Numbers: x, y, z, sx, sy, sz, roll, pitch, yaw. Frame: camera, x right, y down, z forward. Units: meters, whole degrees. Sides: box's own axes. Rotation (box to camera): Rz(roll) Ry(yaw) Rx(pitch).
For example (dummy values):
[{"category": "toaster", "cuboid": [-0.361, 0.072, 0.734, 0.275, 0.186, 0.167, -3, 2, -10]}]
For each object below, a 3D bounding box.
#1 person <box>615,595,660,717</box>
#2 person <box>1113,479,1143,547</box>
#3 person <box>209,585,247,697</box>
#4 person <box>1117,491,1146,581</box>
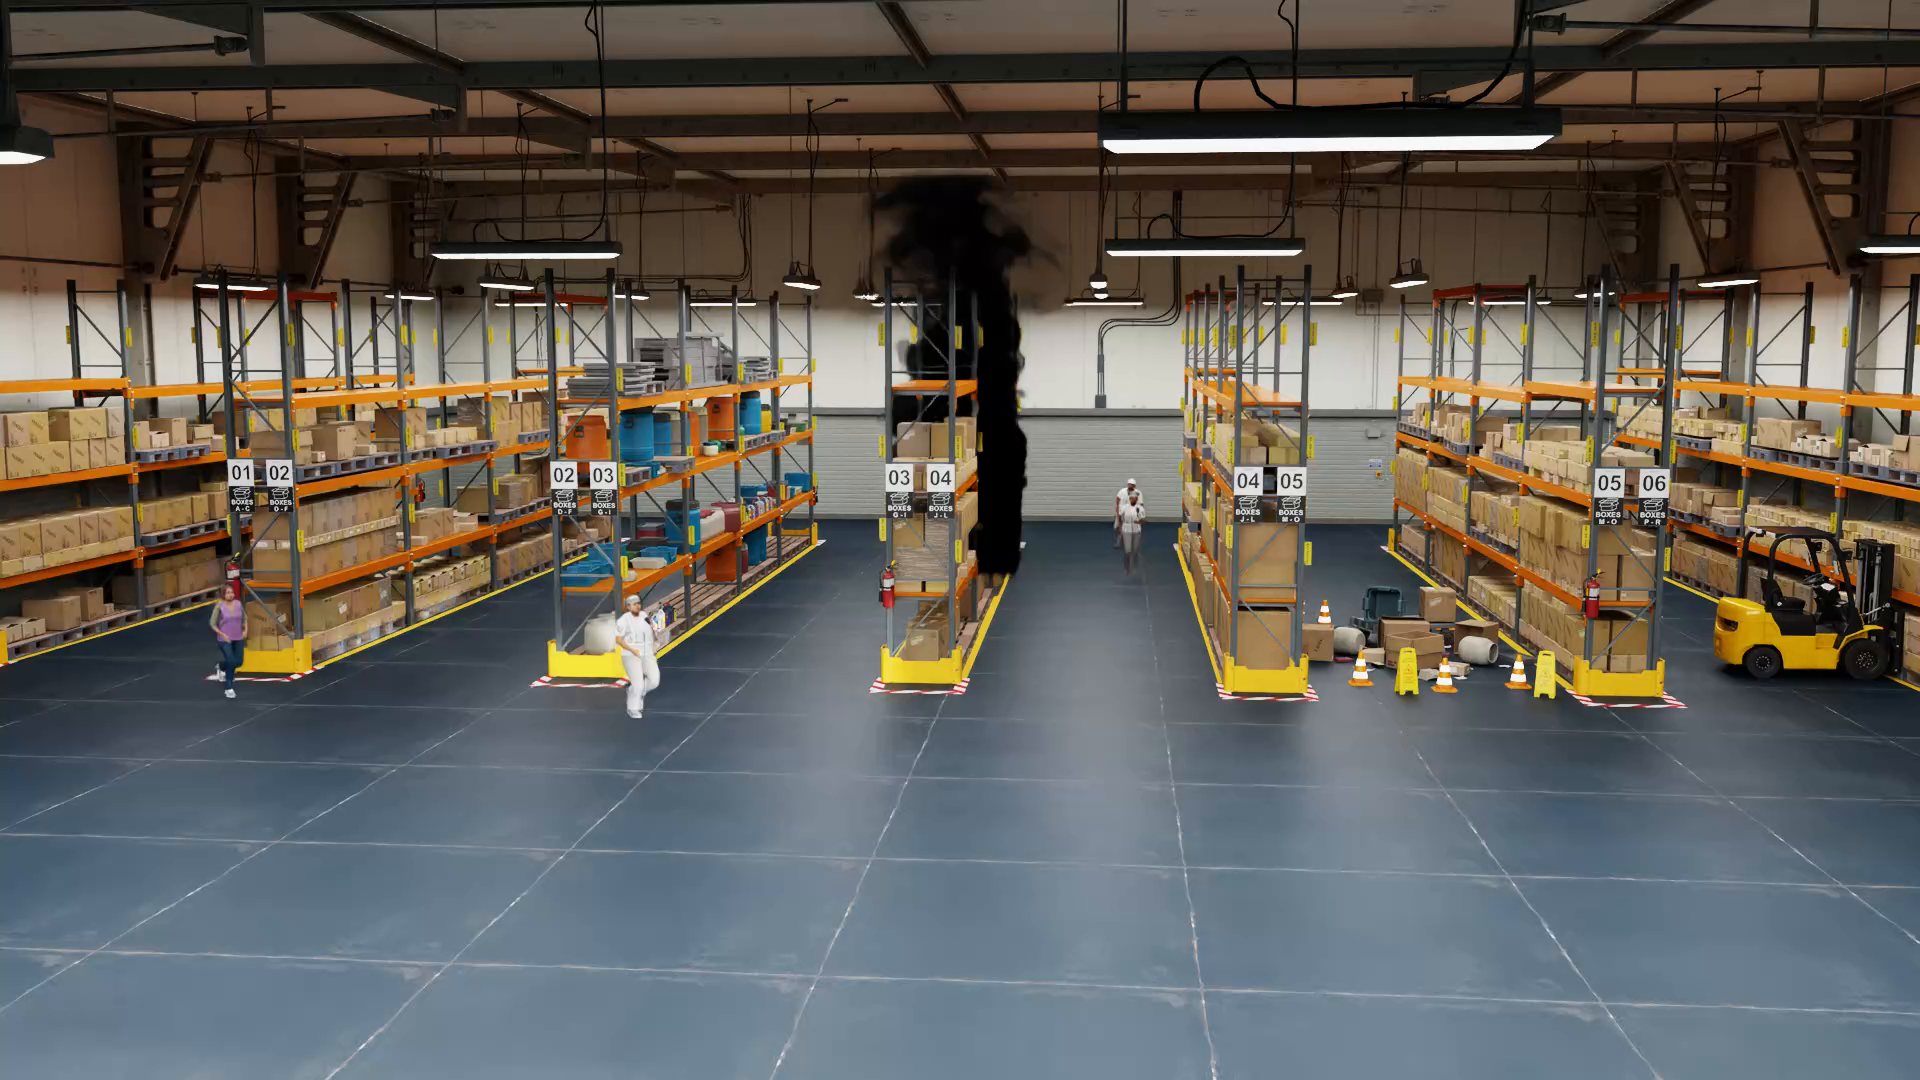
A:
[{"category": "person", "cuboid": [-4.246, 1.535, 22.024, 0.614, 1.631, 0.500, -7, 10, -44]}, {"category": "person", "cuboid": [3.986, -0.642, 39.612, 0.760, 1.667, 0.576, 3, 8, 26]}, {"category": "person", "cuboid": [-10.288, 1.413, 23.394, 0.618, 1.565, 0.559, 6, 9, 40]}, {"category": "person", "cuboid": [3.401, -0.086, 32.931, 0.537, 1.782, 0.690, 0, 7, 1]}]
